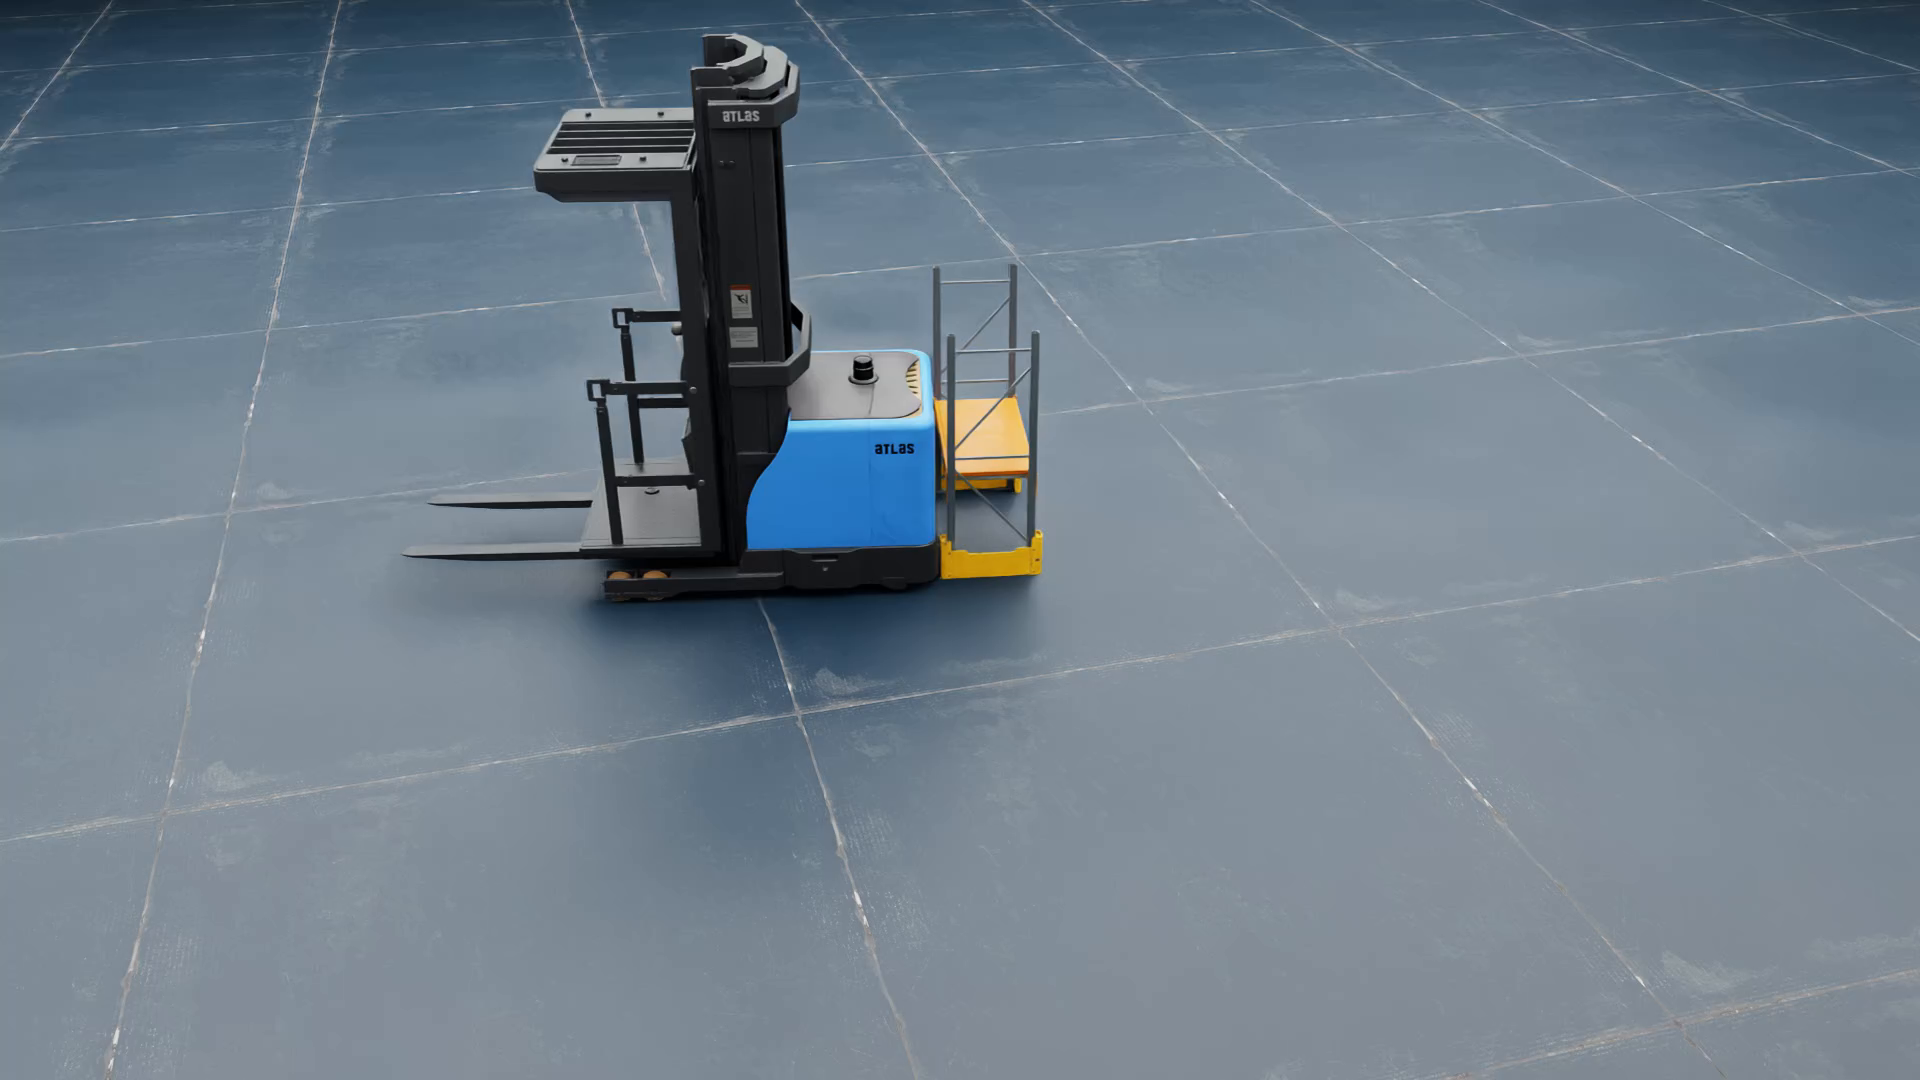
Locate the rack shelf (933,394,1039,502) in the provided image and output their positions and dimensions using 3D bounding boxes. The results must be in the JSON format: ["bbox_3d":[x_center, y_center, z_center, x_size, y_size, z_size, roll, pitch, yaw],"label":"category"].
[{"bbox_3d":[0.134,-0.555,9.801,0.538,0.185,1.000,-3,30,-4],"label":"rack shelf"}]

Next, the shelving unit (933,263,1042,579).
[{"bbox_3d":[0.135,-0.706,9.703,0.587,1.500,1.083,-3,30,-4],"label":"shelving unit"}]

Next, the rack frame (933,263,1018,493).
[{"bbox_3d":[0.090,-0.964,10.149,0.500,1.500,0.032,-3,30,-4],"label":"rack frame"}]

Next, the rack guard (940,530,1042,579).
[{"bbox_3d":[0.178,0.084,9.587,0.587,0.250,0.087,-3,30,-4],"label":"rack guard"}]

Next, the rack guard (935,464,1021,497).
[{"bbox_3d":[0.091,-0.413,10.446,0.587,0.250,0.087,-3,30,-4],"label":"rack guard"}]

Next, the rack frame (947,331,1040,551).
[{"bbox_3d":[0.178,-0.457,9.273,0.500,1.500,0.032,-3,30,-4],"label":"rack frame"}]

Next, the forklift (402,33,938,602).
[{"bbox_3d":[-1.658,-1.193,9.117,3.031,2.935,1.130,-1,30,-2],"label":"forklift"}]
